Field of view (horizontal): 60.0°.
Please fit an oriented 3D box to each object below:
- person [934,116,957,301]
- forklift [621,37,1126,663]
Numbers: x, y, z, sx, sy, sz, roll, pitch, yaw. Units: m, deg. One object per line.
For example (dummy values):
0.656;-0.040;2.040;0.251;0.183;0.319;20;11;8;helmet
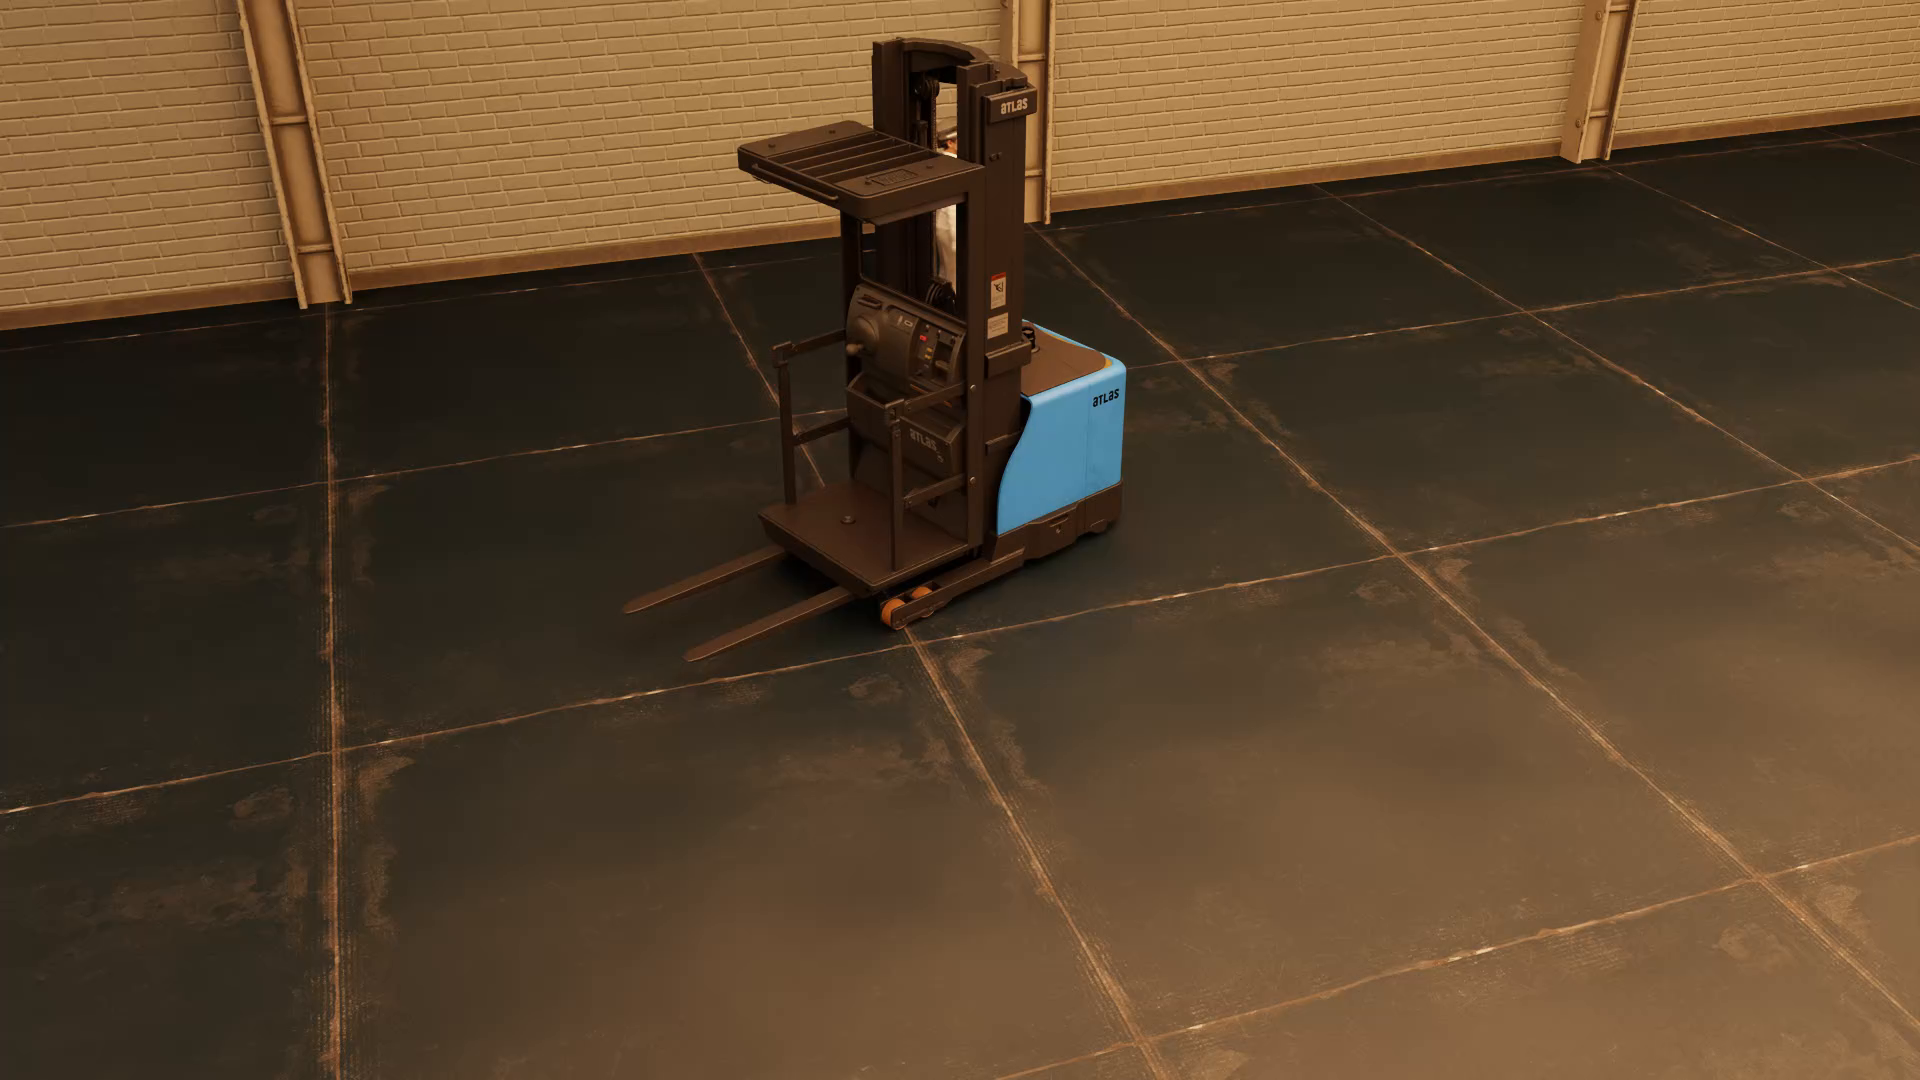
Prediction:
-0.047;-2.307;12.344;0.348;1.693;0.463;-5;30;-9;person
-0.461;-1.072;8.951;3.031;2.935;1.130;-23;37;-34;forklift
